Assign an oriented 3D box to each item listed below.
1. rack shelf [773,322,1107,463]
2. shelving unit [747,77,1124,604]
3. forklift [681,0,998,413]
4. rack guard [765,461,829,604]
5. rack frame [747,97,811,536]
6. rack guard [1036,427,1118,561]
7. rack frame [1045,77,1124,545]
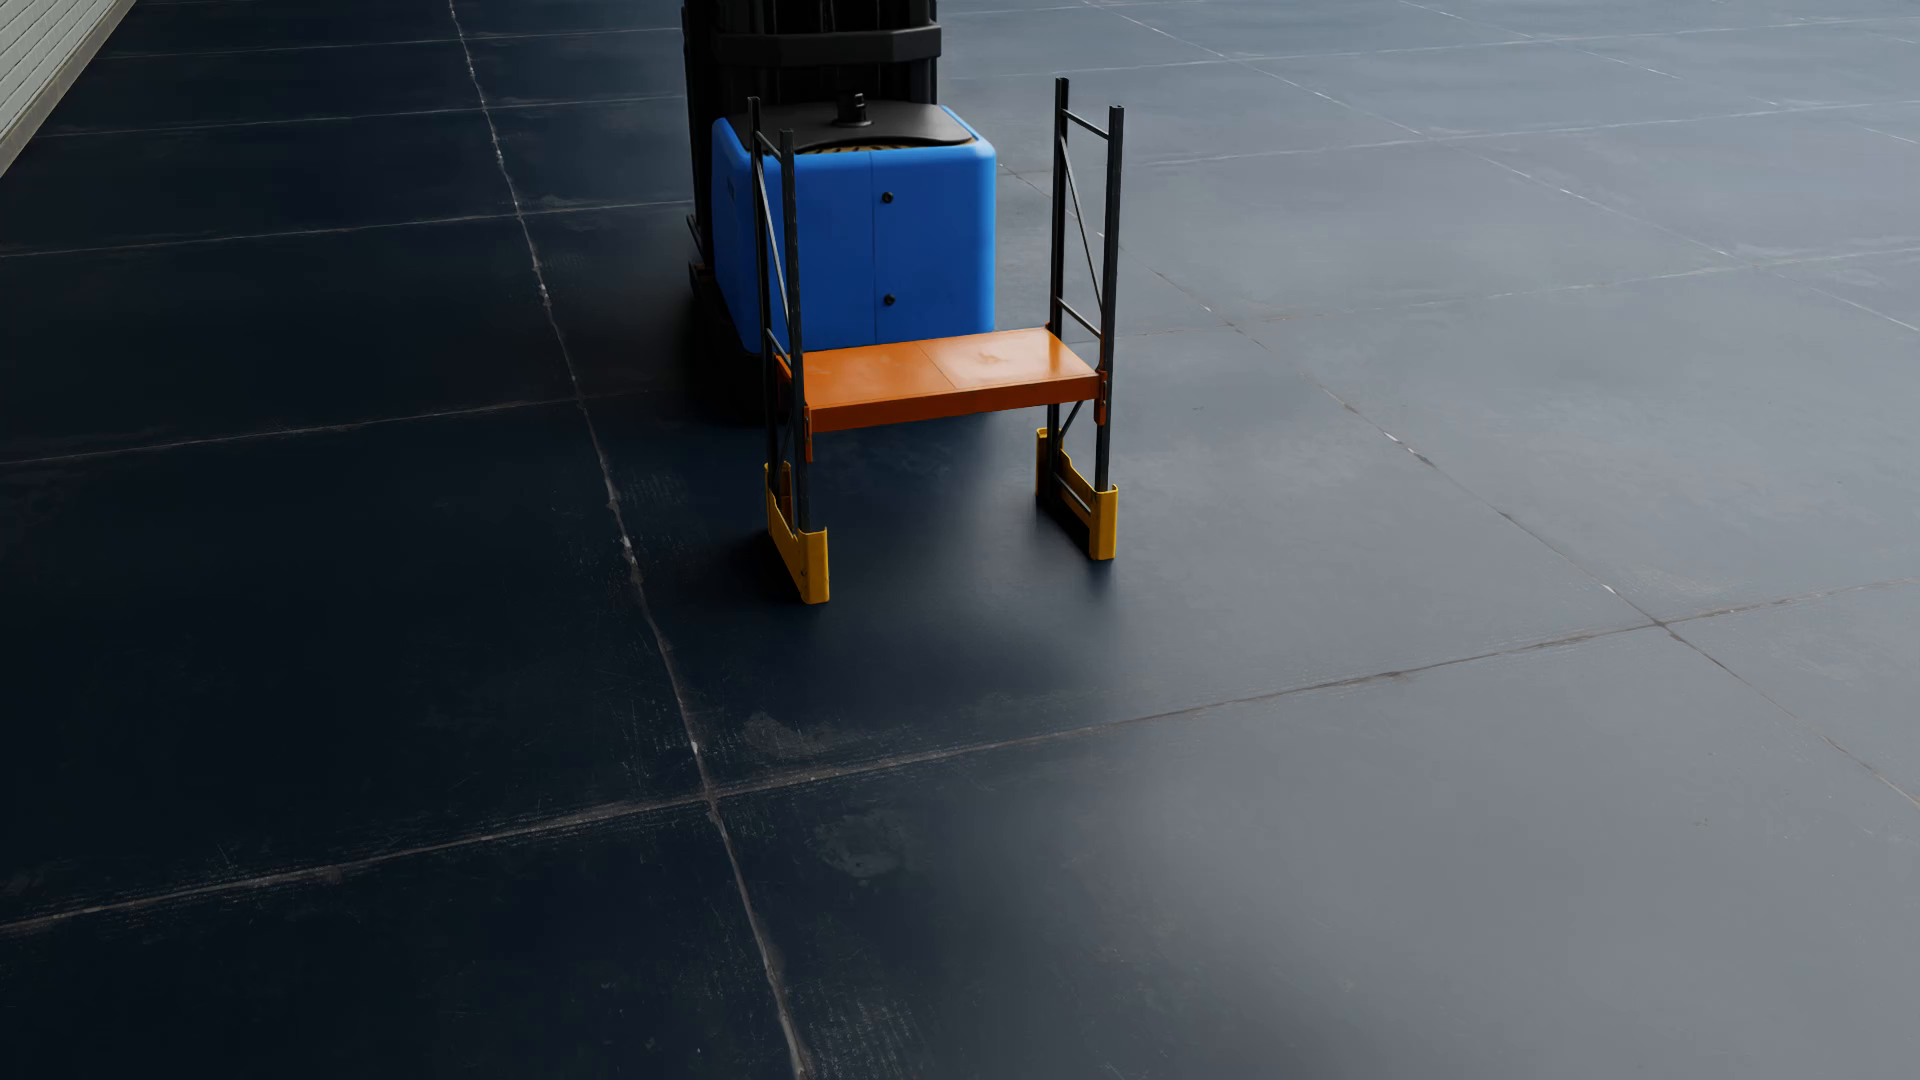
[{"bbox_3d":[-0.081,-0.499,5.473,1.000,0.185,0.538,-8,28,-16],"label":"rack shelf"},{"bbox_3d":[-0.073,-0.661,5.395,1.083,1.500,0.587,-8,28,-16],"label":"shelving unit"},{"bbox_3d":[-0.703,-2.452,7.392,1.130,2.935,3.031,-6,27,-13],"label":"forklift"},{"bbox_3d":[-0.546,-0.033,5.535,0.087,0.250,0.587,-8,28,-16],"label":"rack guard"},{"bbox_3d":[-0.564,-0.590,5.252,0.032,1.500,0.500,-8,28,-16],"label":"rack frame"},{"bbox_3d":[0.401,-0.170,5.811,0.087,0.250,0.587,-8,28,-16],"label":"rack guard"},{"bbox_3d":[0.402,-0.730,5.534,0.032,1.500,0.500,-8,28,-16],"label":"rack frame"}]
